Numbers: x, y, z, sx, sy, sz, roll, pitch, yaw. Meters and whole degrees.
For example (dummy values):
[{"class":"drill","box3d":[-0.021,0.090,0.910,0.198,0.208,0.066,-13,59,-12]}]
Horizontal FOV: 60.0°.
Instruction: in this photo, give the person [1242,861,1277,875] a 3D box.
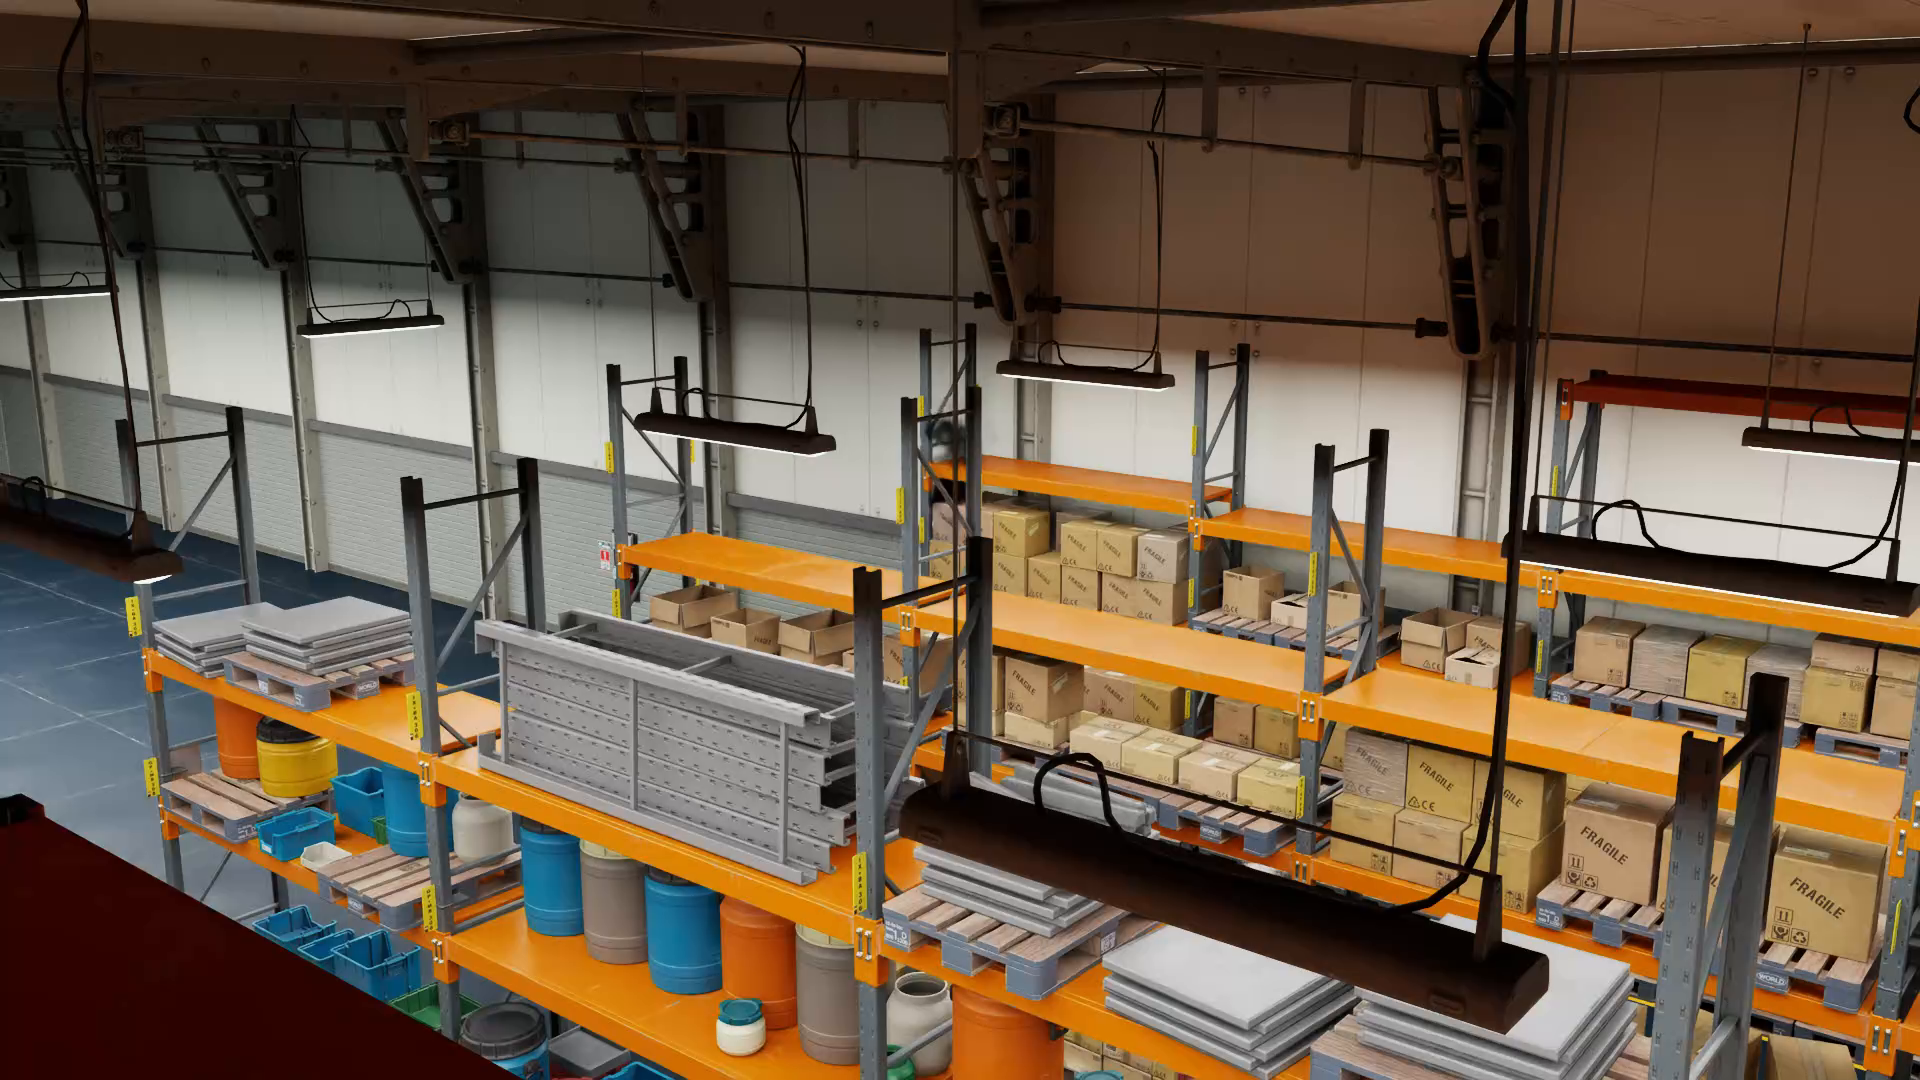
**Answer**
[{"class":"person","box3d":[2.839,3.668,16.063,0.681,1.733,0.707,9,15,34]}]
